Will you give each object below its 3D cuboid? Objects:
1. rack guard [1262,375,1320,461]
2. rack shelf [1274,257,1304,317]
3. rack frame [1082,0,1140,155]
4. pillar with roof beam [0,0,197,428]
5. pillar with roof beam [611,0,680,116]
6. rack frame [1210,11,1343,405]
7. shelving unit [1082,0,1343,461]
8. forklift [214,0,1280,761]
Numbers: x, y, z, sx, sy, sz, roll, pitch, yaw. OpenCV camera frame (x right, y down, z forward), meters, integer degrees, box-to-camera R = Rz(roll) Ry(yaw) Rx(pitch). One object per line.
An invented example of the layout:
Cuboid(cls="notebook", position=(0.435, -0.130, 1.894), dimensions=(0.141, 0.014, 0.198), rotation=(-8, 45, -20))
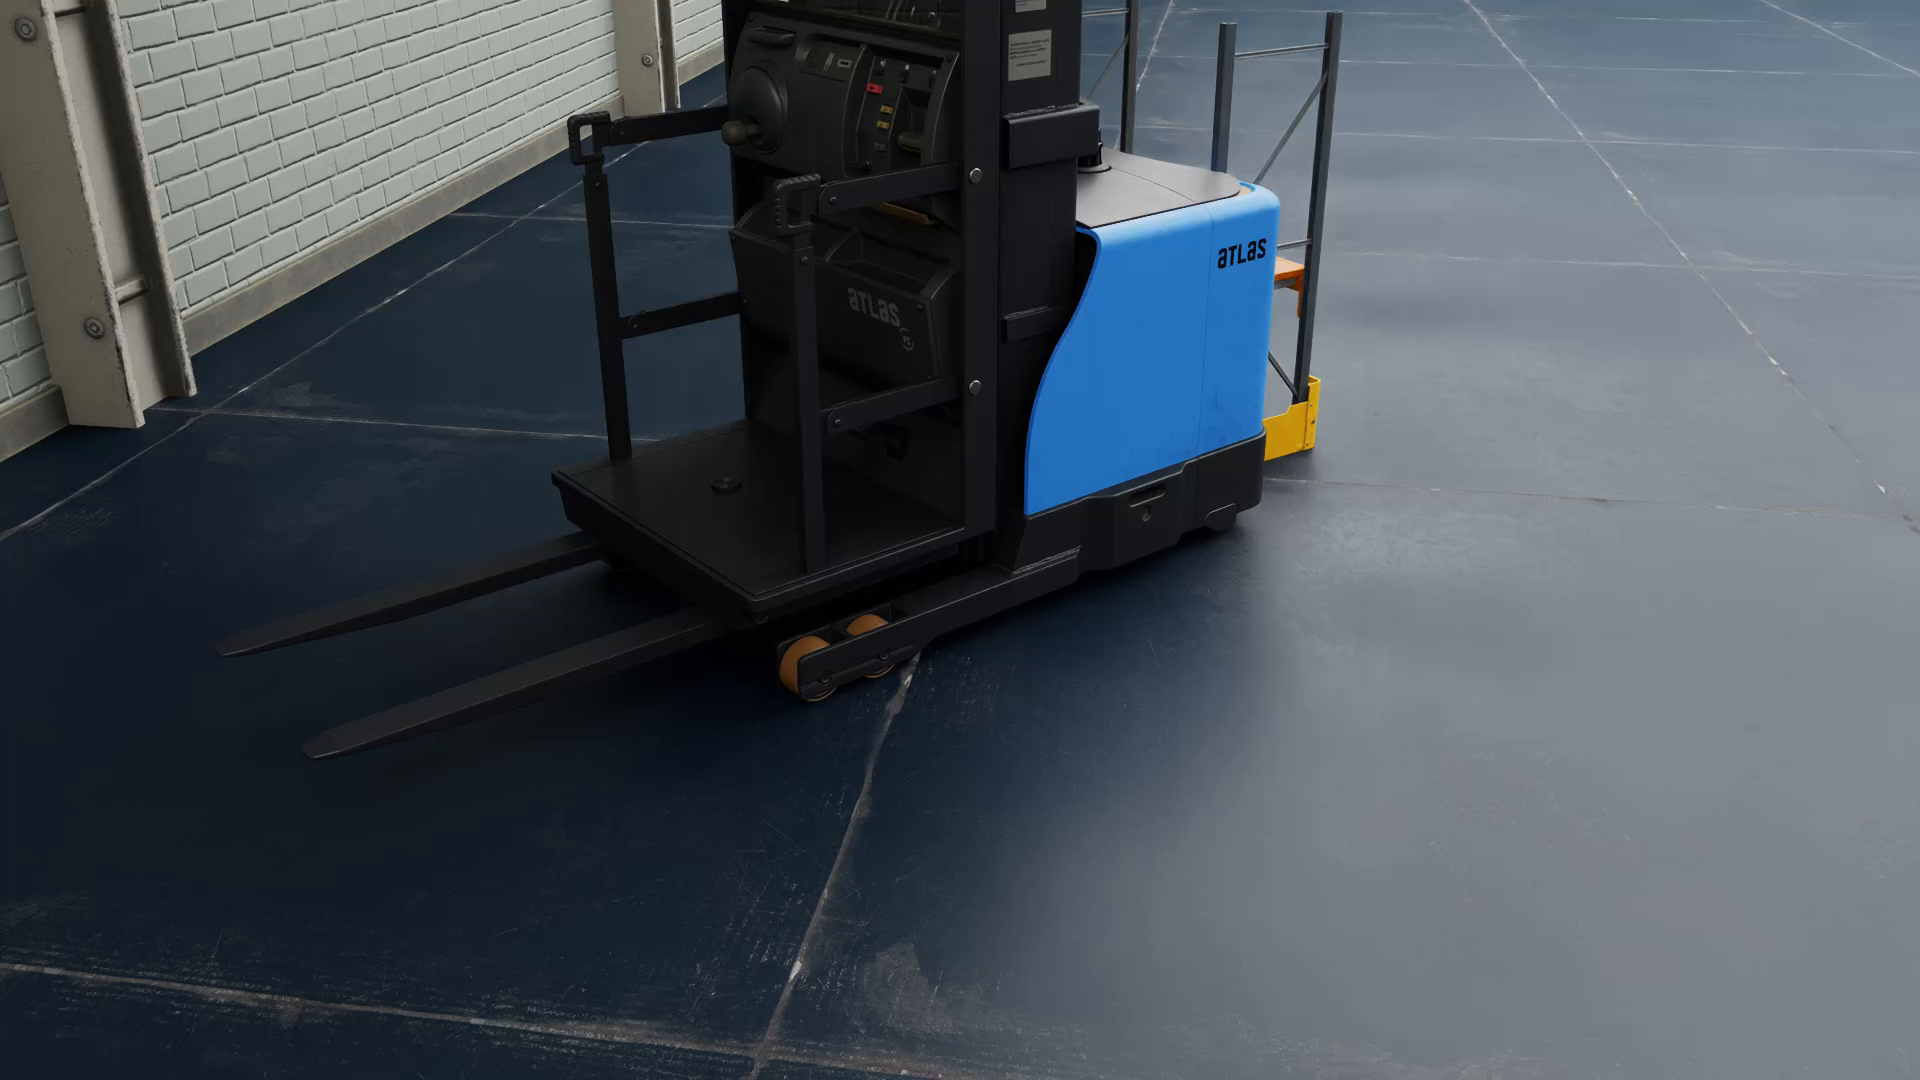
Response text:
Cuboid(cls="rack guard", position=(1.012, -0.394, 5.797), dimensions=(0.587, 0.250, 0.087), rotation=(-16, 29, -30))
Cuboid(cls="rack shelf", position=(0.730, -0.976, 5.990), dimensions=(0.538, 0.185, 1.000), rotation=(-16, 29, -30))
Cuboid(cls="rack frame", position=(0.448, -1.318, 6.296), dimensions=(0.500, 1.500, 0.032), rotation=(-16, 29, -30))
Cuboid(cls="pillar with roof beam", position=(1.093, -4.283, 3.784), dimensions=(9.100, 9.000, 0.400), rotation=(4, 25, 9))
Cuboid(cls="pillar with roof beam", position=(2.074, -6.792, 9.146), dimensions=(9.100, 9.000, 0.400), rotation=(4, 25, 9))
Cuboid(cls="rack frame", position=(1.013, -0.960, 5.531), dimensions=(0.500, 1.500, 0.032), rotation=(-16, 29, -30))
Cuboid(cls="shelving unit", position=(0.735, -1.136, 5.907), dimensions=(0.587, 1.500, 1.083), rotation=(-16, 29, -30))
Cuboid(cls="forklift", position=(-0.486, -1.157, 4.265), dimensions=(3.031, 2.935, 1.130), rotation=(-19, 31, -35))
